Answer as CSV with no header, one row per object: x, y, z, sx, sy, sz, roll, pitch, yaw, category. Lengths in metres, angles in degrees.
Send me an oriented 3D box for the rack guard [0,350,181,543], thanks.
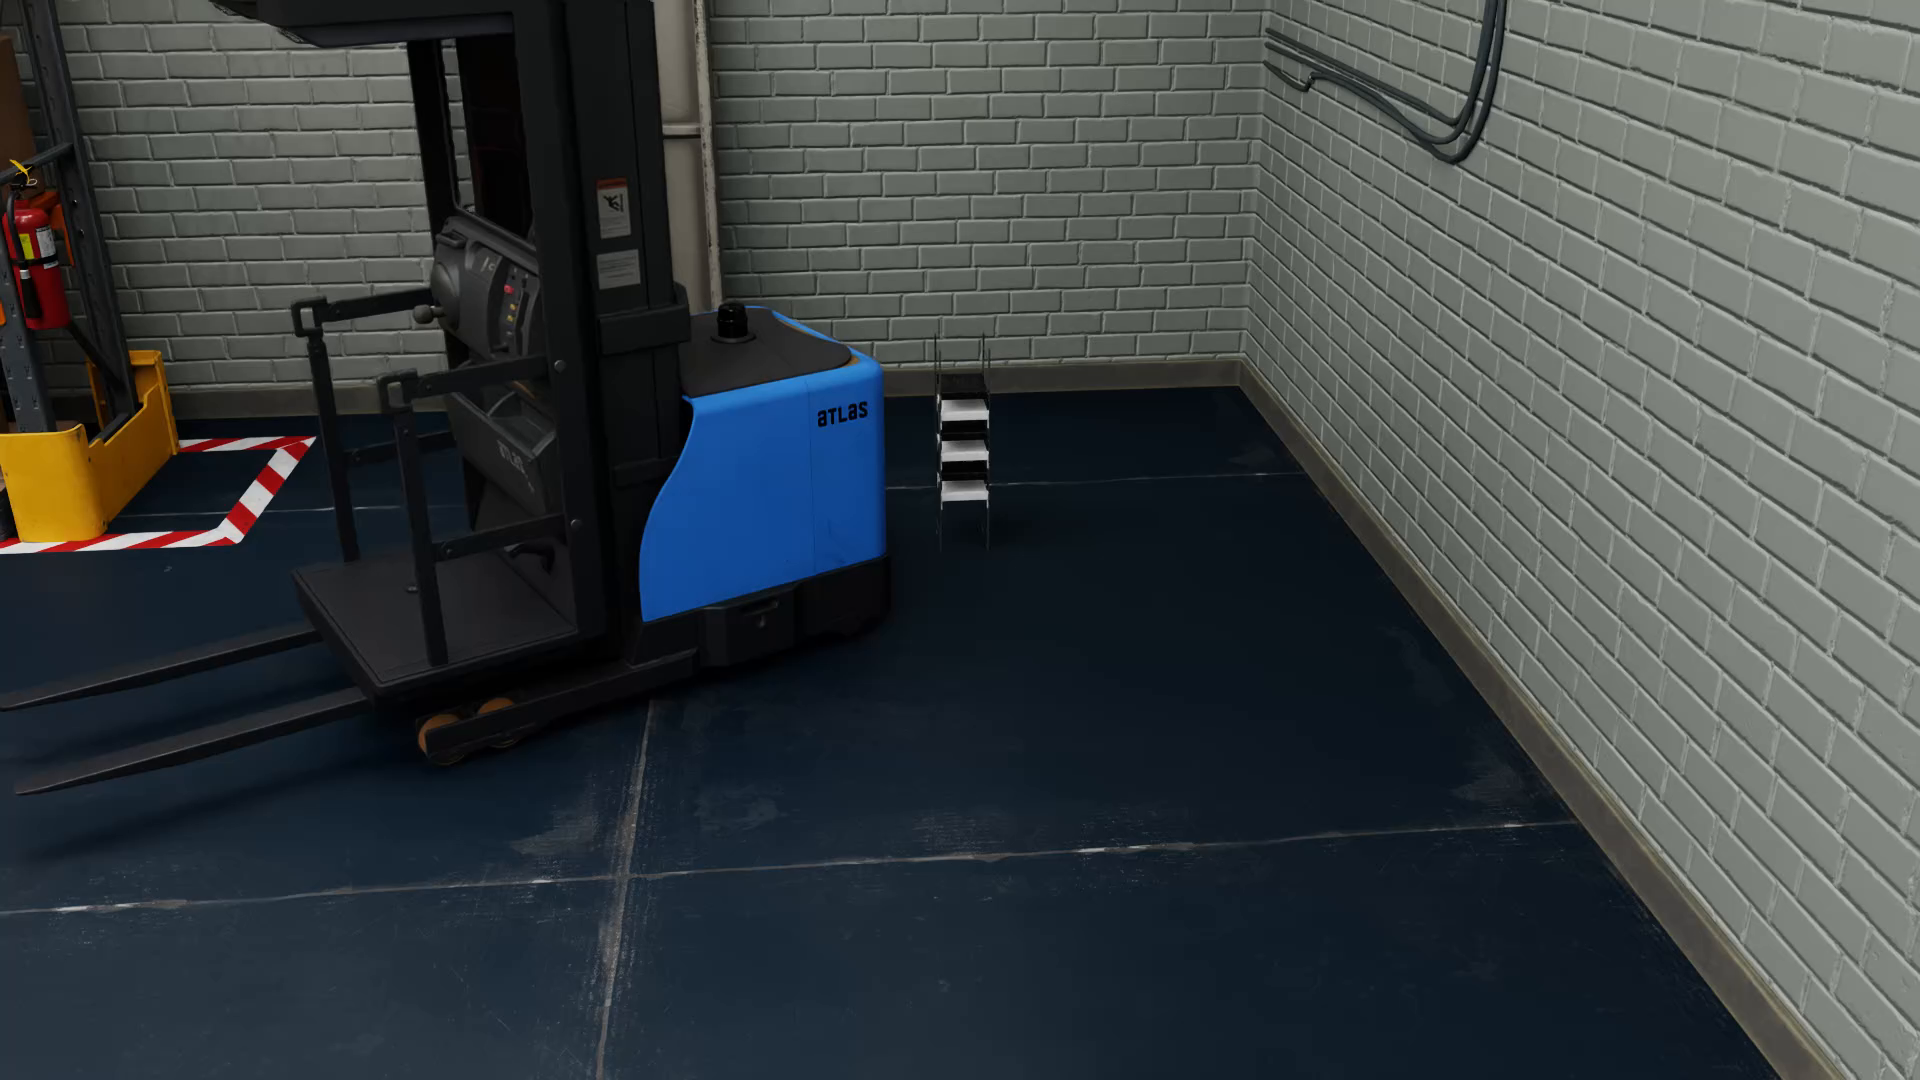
-3.989,-0.455,7.659,0.348,0.500,1.175,-2,24,-5,rack guard

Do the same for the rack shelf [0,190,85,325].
-6.003,-1.188,7.116,4.000,0.370,1.077,-2,24,-5,rack shelf

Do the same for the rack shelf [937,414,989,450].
0.008,-0.463,7.045,0.200,0.077,0.258,-2,24,-5,rack shelf

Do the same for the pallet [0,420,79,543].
-4.801,-0.259,7.573,1.213,0.211,1.003,-2,24,-5,pallet

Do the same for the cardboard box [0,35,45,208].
-4.519,-1.709,7.033,0.700,0.700,0.980,-1,24,-3,cardboard box

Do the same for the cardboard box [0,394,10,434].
-4.700,-0.578,7.418,0.500,0.500,0.700,-2,24,-5,cardboard box

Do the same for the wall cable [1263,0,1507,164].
1.651,-3.001,6.744,0.112,2.526,3.097,-2,24,-5,wall cable

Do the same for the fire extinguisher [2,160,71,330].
-3.817,-1.210,6.835,0.183,0.674,0.296,-2,24,-5,fire extinguisher

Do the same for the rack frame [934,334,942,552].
-0.093,-0.407,7.059,0.006,0.900,0.240,-2,24,-5,rack frame

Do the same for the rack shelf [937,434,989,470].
0.008,-0.381,7.081,0.200,0.077,0.258,-2,24,-5,rack shelf

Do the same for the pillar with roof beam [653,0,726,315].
-0.988,-3.055,3.045,0.400,9.000,9.100,-2,24,-5,pillar with roof beam

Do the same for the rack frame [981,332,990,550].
0.109,-0.416,7.077,0.006,0.900,0.240,-2,24,-5,rack frame

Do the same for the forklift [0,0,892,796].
-1.771,-0.832,5.512,3.031,2.935,1.130,-16,28,-31,forklift

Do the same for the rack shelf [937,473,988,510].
0.008,-0.217,7.155,0.200,0.077,0.258,-2,24,-5,rack shelf

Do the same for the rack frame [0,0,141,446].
-4.013,-1.597,7.149,0.127,3.000,1.000,-2,24,-5,rack frame

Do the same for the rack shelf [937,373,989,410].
0.008,-0.628,6.972,0.200,0.077,0.258,-2,24,-5,rack shelf

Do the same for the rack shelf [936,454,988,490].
0.008,-0.299,7.118,0.200,0.077,0.258,-2,24,-5,rack shelf

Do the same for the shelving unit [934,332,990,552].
0.008,-0.412,7.068,0.210,0.900,0.258,-2,24,-5,shelving unit

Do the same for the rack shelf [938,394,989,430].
0.008,-0.546,7.008,0.200,0.077,0.258,-2,24,-5,rack shelf
